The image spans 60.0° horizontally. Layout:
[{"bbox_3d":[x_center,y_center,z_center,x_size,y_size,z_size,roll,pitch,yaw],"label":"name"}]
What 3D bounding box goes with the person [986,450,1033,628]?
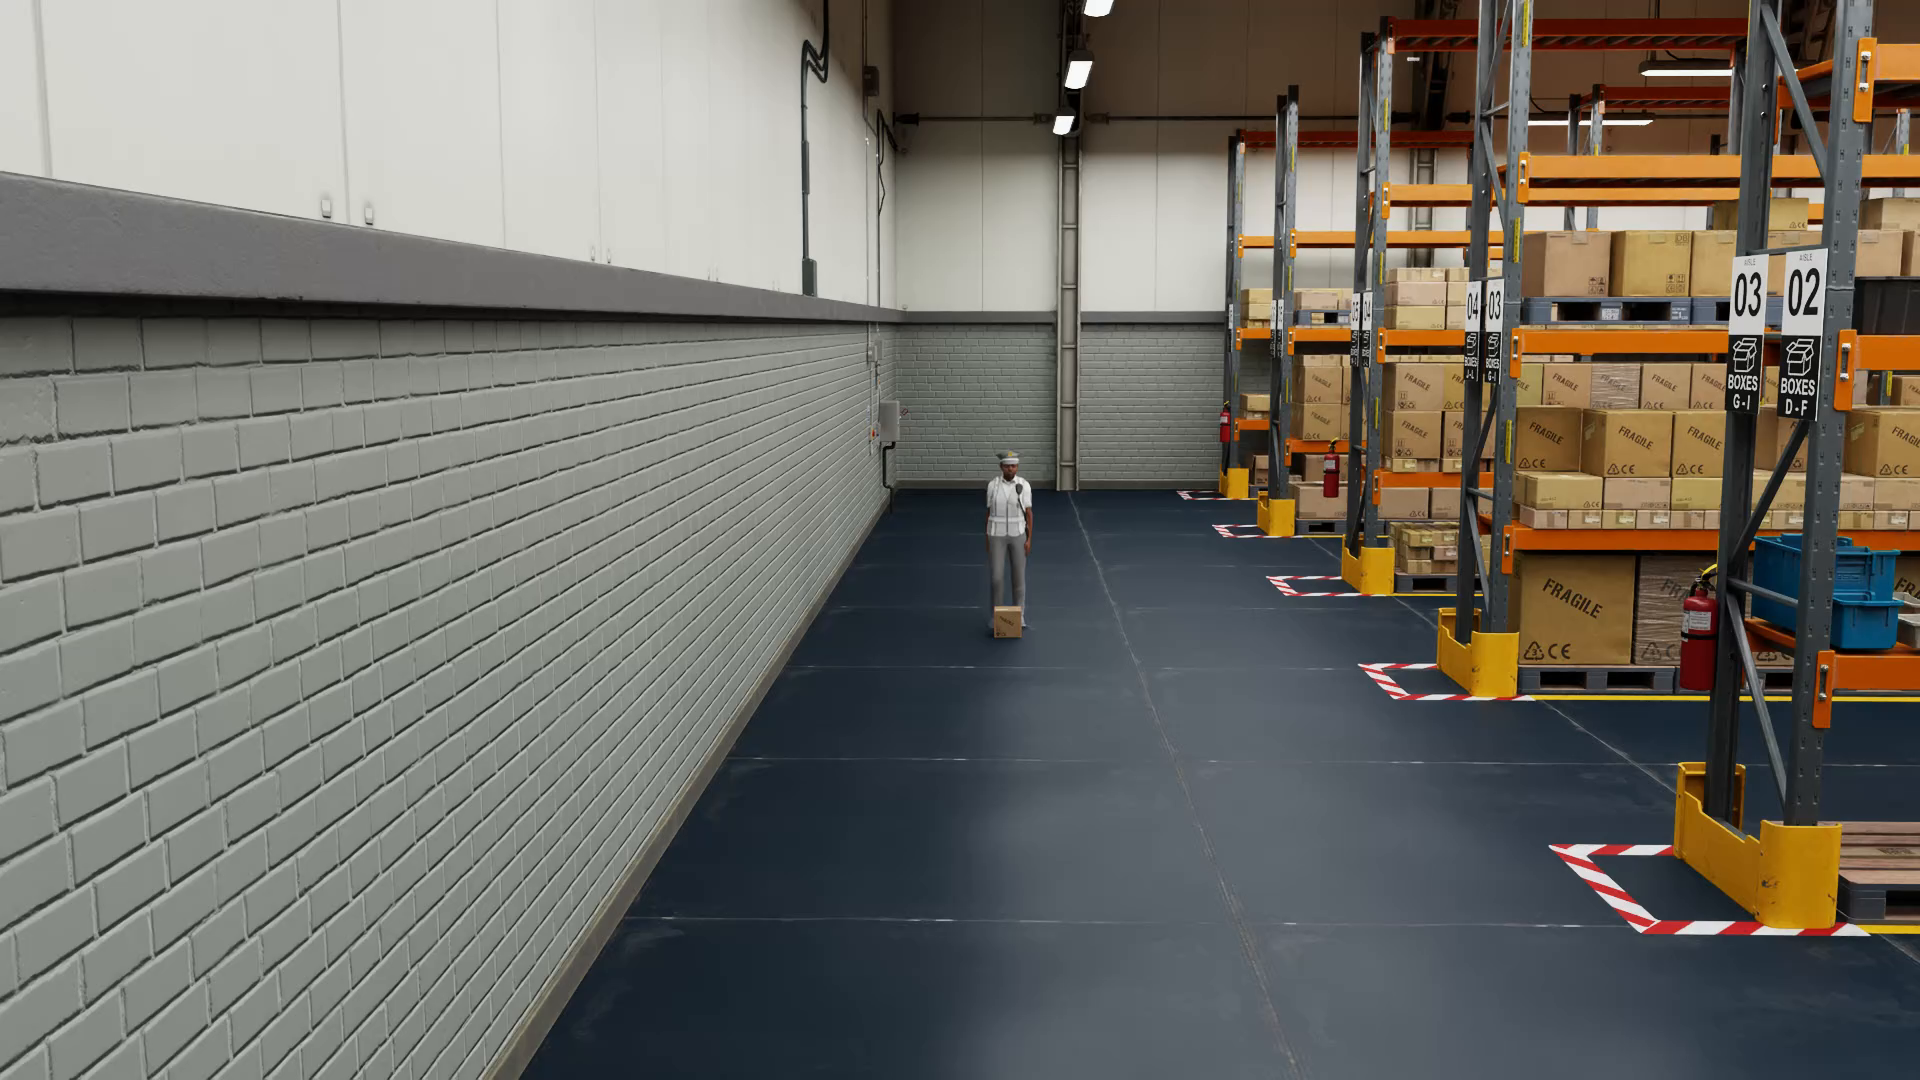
[{"bbox_3d":[0.466,0.006,15.786,0.443,1.726,0.338,0,7,2],"label":"person"}]
